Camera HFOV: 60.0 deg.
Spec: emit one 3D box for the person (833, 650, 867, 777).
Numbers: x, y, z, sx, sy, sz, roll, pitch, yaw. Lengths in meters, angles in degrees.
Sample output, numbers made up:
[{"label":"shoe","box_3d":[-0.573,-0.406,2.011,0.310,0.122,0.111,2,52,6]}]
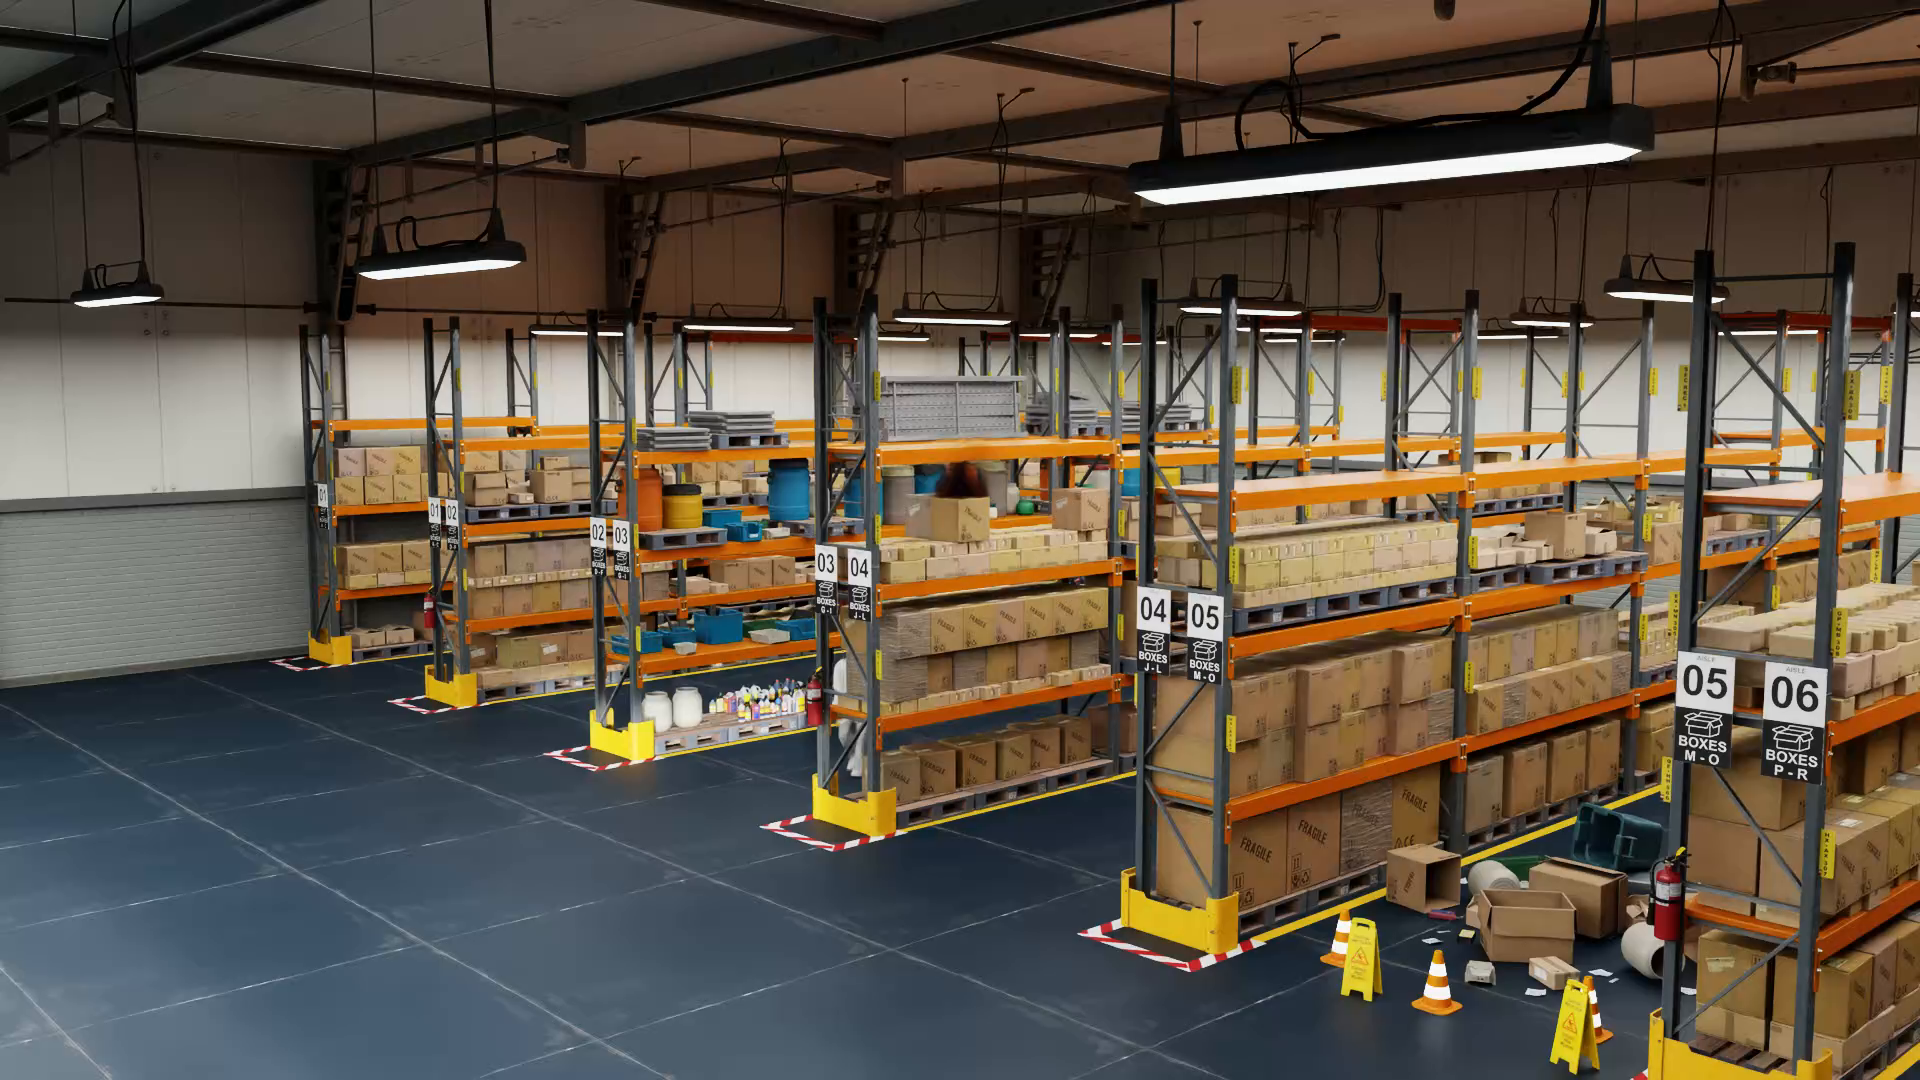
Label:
[{"label":"person","box_3d":[-1.316,2.152,21.423,0.636,1.777,0.651,1,6,9]}]
